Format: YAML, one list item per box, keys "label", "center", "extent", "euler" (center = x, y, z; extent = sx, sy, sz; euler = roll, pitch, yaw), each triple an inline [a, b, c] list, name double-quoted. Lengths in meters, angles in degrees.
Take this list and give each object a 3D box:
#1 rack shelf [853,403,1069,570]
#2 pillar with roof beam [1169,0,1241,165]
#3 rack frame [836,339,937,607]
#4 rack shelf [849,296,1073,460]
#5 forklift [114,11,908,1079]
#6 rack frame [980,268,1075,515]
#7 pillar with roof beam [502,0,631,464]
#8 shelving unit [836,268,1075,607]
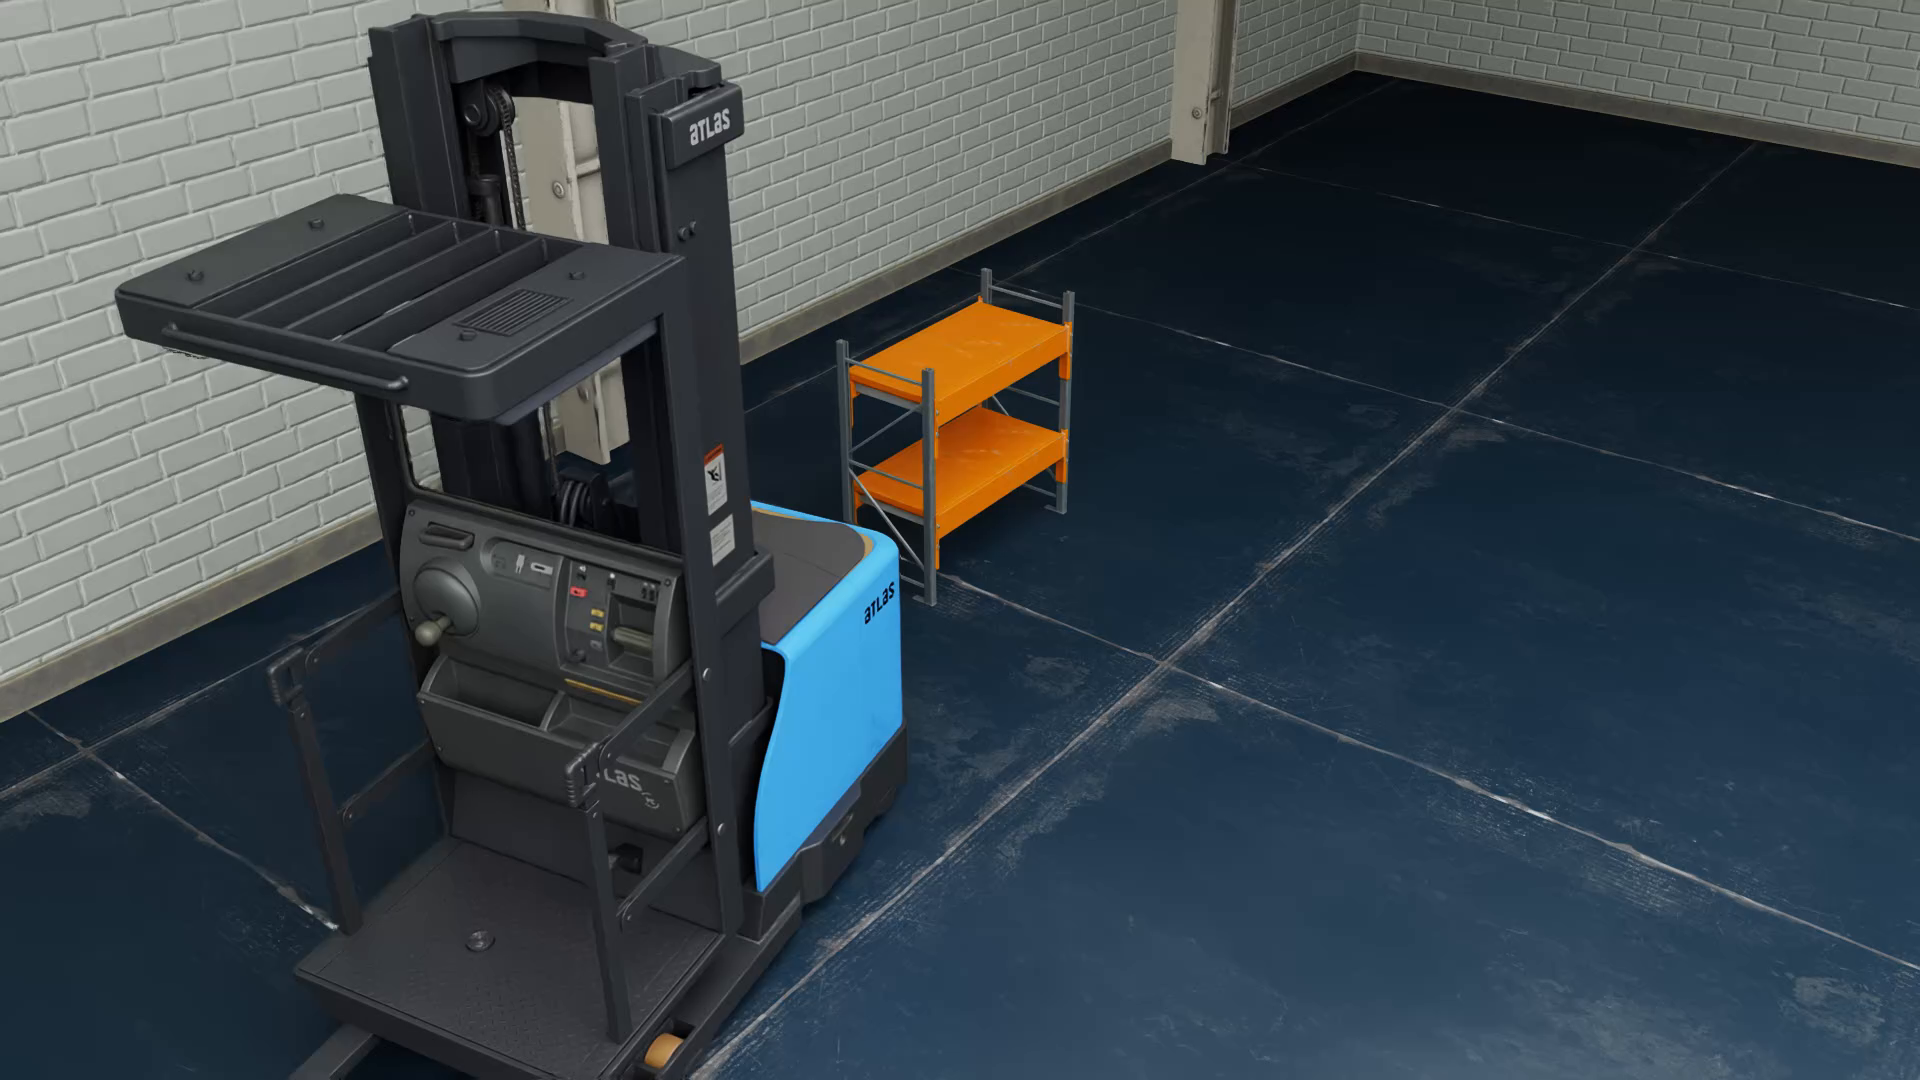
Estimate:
- label: "rack shelf"
  center: [-0.004, -0.271, 7.583]
  extent: [0.538, 0.278, 1.000]
  euler: [21, 37, 31]
- label: "pillar with roof beam"
  center: [5.252, -5.493, 8.191]
  extent: [9.100, 9.000, 0.400]
  euler: [21, 37, 31]
- label: "rack frame"
  center: [-0.311, -0.275, 7.110]
  extent: [0.500, 1.125, 0.032]
  euler: [21, 37, 31]
- label: "rack shelf"
  center: [-0.004, -0.733, 7.309]
  extent: [0.538, 0.278, 1.000]
  euler: [21, 37, 31]
- label: "forklift"
  center: [-1.285, 0.218, 4.508]
  extent: [1.130, 2.935, 3.031]
  euler: [14, 33, 22]
- label: "rack frame"
  center: [0.303, -0.688, 7.807]
  extent: [0.500, 1.125, 0.032]
  euler: [21, 37, 31]
- label: "pillar with roof beam"
  center: [1.630, -3.054, 4.076]
  extent: [9.100, 9.000, 0.400]
  euler: [21, 37, 31]
- label: "shelving unit"
  center: [-0.004, -0.481, 7.459]
  extent: [0.538, 1.125, 1.048]
  euler: [21, 37, 31]
